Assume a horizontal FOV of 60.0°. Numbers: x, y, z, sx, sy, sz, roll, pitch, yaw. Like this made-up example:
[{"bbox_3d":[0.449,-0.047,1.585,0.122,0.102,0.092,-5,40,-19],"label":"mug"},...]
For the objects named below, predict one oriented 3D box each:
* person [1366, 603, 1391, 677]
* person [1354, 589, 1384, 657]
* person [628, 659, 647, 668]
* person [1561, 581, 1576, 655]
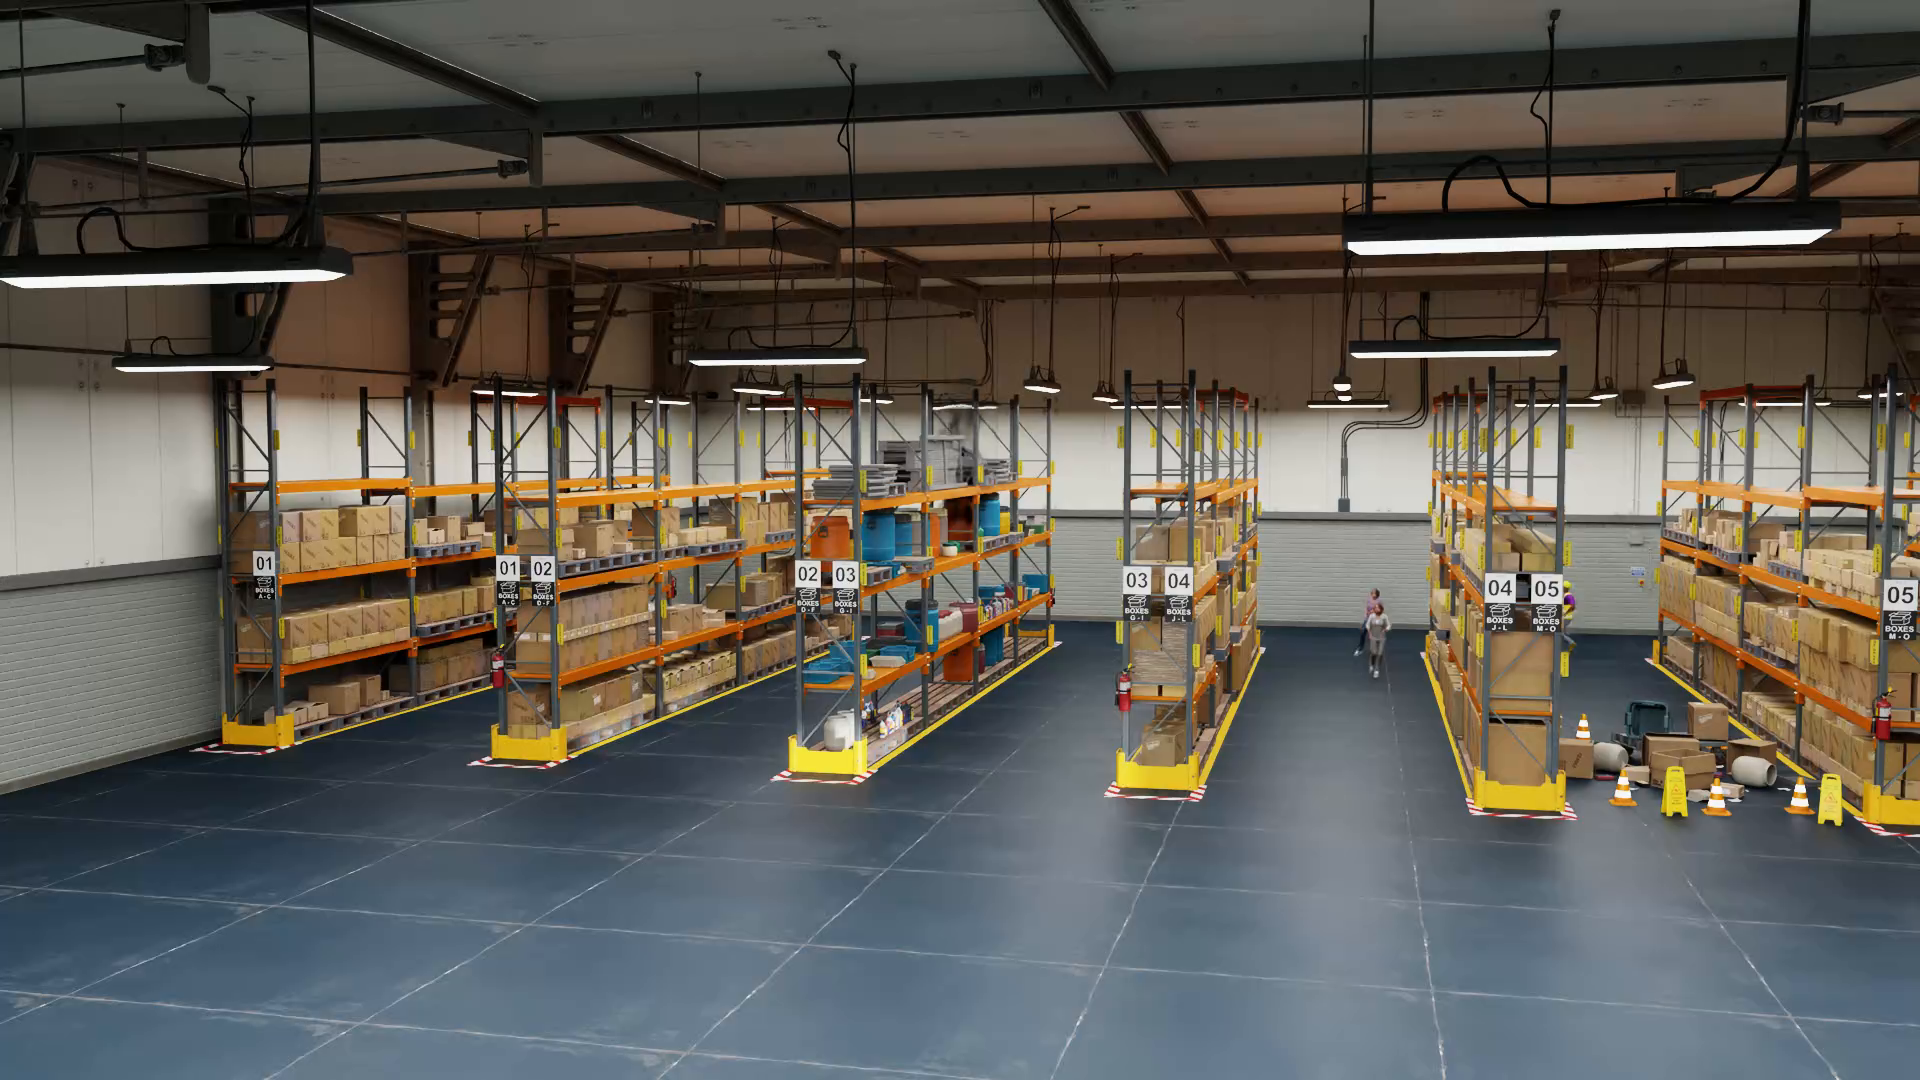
[{"bbox_3d":[8.817,2.113,35.064,0.519,1.567,0.563,1,4,15],"label":"person"},{"bbox_3d":[9.605,1.956,38.614,0.593,1.487,0.828,3,5,44],"label":"person"},{"bbox_3d":[-6.962,1.995,35.528,0.671,1.775,0.774,0,3,8],"label":"person"},{"bbox_3d":[14.036,1.813,38.689,0.569,1.721,0.674,1,4,15],"label":"person"}]
